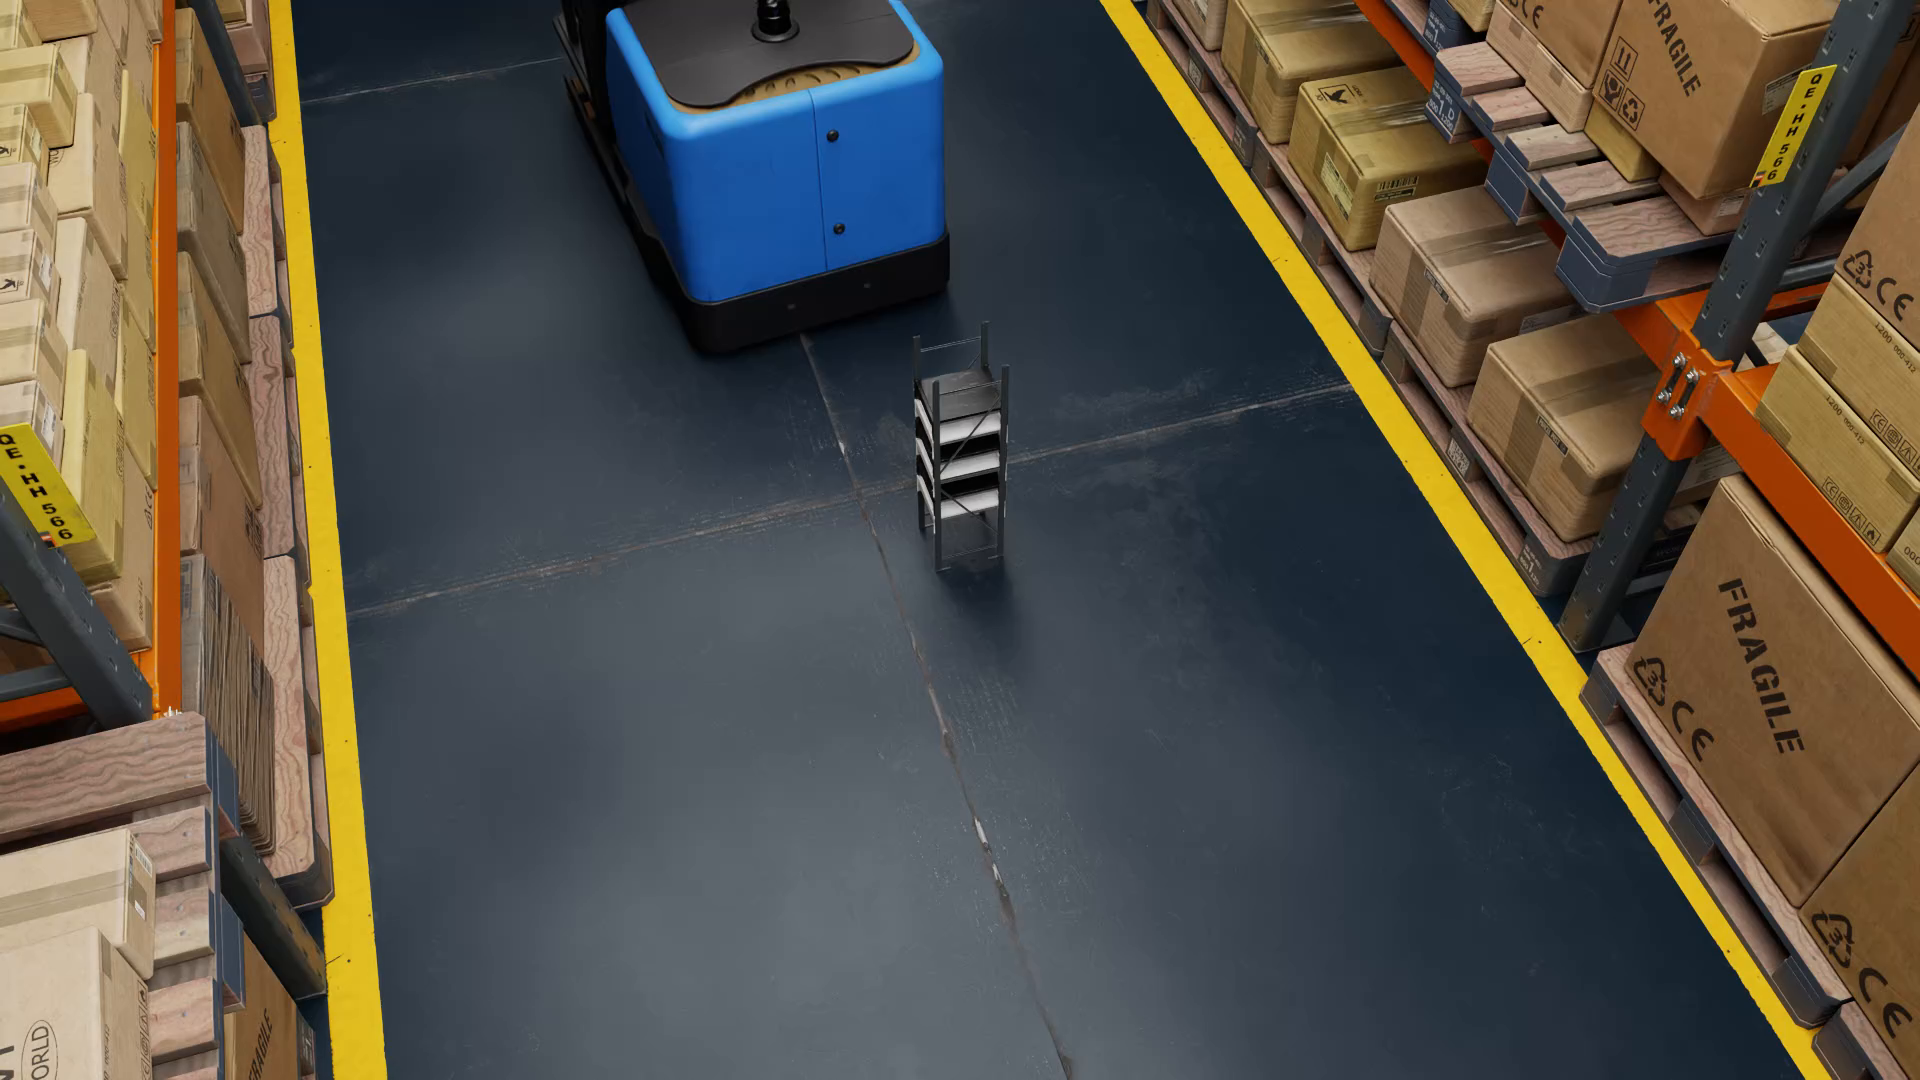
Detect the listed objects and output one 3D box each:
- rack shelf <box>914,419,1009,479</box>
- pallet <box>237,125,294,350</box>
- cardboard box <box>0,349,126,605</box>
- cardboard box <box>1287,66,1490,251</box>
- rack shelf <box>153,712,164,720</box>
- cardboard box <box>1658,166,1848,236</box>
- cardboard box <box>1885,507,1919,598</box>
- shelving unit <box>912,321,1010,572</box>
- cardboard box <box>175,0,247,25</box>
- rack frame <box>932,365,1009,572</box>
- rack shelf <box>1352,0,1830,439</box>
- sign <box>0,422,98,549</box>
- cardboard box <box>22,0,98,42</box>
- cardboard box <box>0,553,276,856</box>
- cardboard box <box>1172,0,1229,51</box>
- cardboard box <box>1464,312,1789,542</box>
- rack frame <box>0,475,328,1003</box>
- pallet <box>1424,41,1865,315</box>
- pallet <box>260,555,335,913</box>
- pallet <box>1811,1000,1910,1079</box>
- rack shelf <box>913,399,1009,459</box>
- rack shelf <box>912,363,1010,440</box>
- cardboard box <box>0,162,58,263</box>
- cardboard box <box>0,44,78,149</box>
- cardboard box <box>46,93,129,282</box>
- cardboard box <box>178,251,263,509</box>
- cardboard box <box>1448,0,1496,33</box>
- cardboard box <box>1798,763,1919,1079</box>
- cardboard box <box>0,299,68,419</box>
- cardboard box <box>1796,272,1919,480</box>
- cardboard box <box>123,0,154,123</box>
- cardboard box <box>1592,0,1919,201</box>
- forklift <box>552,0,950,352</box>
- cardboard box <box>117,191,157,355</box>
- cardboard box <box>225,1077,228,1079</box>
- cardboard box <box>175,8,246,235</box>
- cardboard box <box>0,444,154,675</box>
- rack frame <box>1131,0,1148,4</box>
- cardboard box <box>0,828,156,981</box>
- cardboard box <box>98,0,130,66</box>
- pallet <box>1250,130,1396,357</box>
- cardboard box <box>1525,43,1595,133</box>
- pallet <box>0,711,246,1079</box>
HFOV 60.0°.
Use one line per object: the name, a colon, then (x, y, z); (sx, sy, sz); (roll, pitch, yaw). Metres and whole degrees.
rack shelf: (0.002, -0.321, 5.358); (0.258, 0.077, 0.200); (-13, 51, -11)
pallet: (-3.201, -1.115, 6.552); (1.003, 0.211, 1.213); (-13, 51, -11)
cardboard box: (-2.147, -0.119, 3.660); (0.500, 0.250, 0.500); (-13, 51, -11)
cardboard box: (1.865, -1.542, 6.532); (0.950, 0.372, 0.625); (-12, 51, -10)
rack shelf: (-1.682, 2.071, 2.513); (1.077, 0.370, 4.000); (-13, 51, -11)
cardboard box: (2.146, -0.987, 4.510); (0.380, 0.149, 0.250); (-12, 51, -10)
cardboard box: (2.541, 0.087, 3.813); (0.500, 0.250, 0.500); (-15, 51, -12)
shelving unit: (0.002, -0.284, 5.401); (0.258, 0.900, 0.210); (-13, 51, -11)
cardboard box: (-3.304, -2.376, 6.988); (0.500, 0.250, 0.500); (-14, 51, -11)
rack frame: (0.032, -0.210, 5.338); (0.240, 0.900, 0.006); (-13, 51, -11)
rack shelf: (1.876, -1.975, 5.924); (1.077, 0.370, 4.000); (-13, 51, -11)
sign: (-1.758, -0.099, 3.166); (0.100, 0.325, 0.005); (-13, 51, -11)
cardboard box: (-2.584, -1.482, 4.548); (0.380, 0.149, 0.250); (-15, 51, -12)
cardboard box: (-2.445, 0.550, 4.603); (0.875, 0.625, 0.625); (-12, 51, -10)
cardboard box: (1.442, -2.574, 7.402); (0.950, 0.372, 0.625); (-13, 51, -11)
cardboard box: (2.310, -0.450, 5.611); (0.950, 0.372, 0.625); (-16, 52, -13)
rack frame: (-2.273, 0.378, 3.469); (1.000, 3.000, 0.127); (-13, 51, -11)
pallet: (2.155, -1.181, 4.909); (1.213, 0.211, 1.003); (-13, 51, -11)
pallet: (-2.479, 0.667, 5.050); (1.003, 0.211, 1.213); (-13, 51, -11)
pallet: (2.986, 1.634, 4.234); (1.003, 0.211, 1.213); (-13, 51, -11)
rack shelf: (0.002, -0.379, 5.289); (0.258, 0.077, 0.200); (-13, 51, -11)
rack shelf: (0.002, -0.437, 5.220); (0.258, 0.077, 0.200); (-13, 51, -11)
cardboard box: (-2.356, -0.727, 3.911); (0.380, 0.149, 0.250); (-13, 51, -11)
cardboard box: (-2.478, -1.103, 4.228); (0.380, 0.149, 0.250); (-12, 51, -10)
cardboard box: (-2.455, -0.866, 4.289); (0.500, 0.250, 0.500); (-14, 51, -12)
cardboard box: (-2.845, -0.417, 5.418); (0.875, 0.625, 0.625); (-15, 52, -12)
cardboard box: (1.718, -1.724, 5.131); (0.380, 0.149, 0.250); (-13, 51, -10)
cardboard box: (2.852, 0.979, 4.078); (0.875, 0.875, 0.875); (-13, 51, -11)
cardboard box: (-2.166, -0.357, 3.599); (0.380, 0.149, 0.250); (-12, 51, -10)
cardboard box: (2.381, -0.433, 3.925); (0.500, 0.250, 0.500); (-14, 51, -11)
cardboard box: (-2.786, -1.450, 5.109); (0.500, 0.250, 0.500); (-13, 51, -11)
cardboard box: (2.067, -1.279, 4.332); (0.500, 0.500, 0.500); (-15, 51, -12)
forklift: (-1.081, -2.799, 6.193); (1.130, 2.935, 3.031); (-18, 52, -15)
cardboard box: (-2.474, -0.696, 4.473); (0.500, 0.250, 0.500); (-15, 51, -12)
cardboard box: (-1.775, 1.335, 3.598); (0.380, 0.149, 0.250); (-16, 52, -13)
cardboard box: (-3.291, -1.534, 6.360); (0.875, 0.625, 0.625); (-11, 51, -9)
cardboard box: (-2.171, 0.047, 3.846); (0.500, 0.250, 0.500); (-13, 51, -11)
rack frame: (1.284, -3.668, 6.880); (1.000, 3.000, 0.127); (-13, 51, -11)
cardboard box: (-1.712, 0.717, 3.073); (0.380, 0.149, 0.250); (-12, 51, -10)
cardboard box: (-2.762, -1.606, 4.913); (0.500, 0.250, 0.500); (-12, 51, -10)
pallet: (1.881, -1.308, 6.715); (1.003, 0.211, 1.213); (-13, 51, -11)
cardboard box: (1.880, -1.341, 4.808); (0.380, 0.149, 0.250); (-14, 51, -11)
pallet: (-2.006, 0.919, 3.138); (1.213, 0.211, 1.003); (-13, 51, -11)
